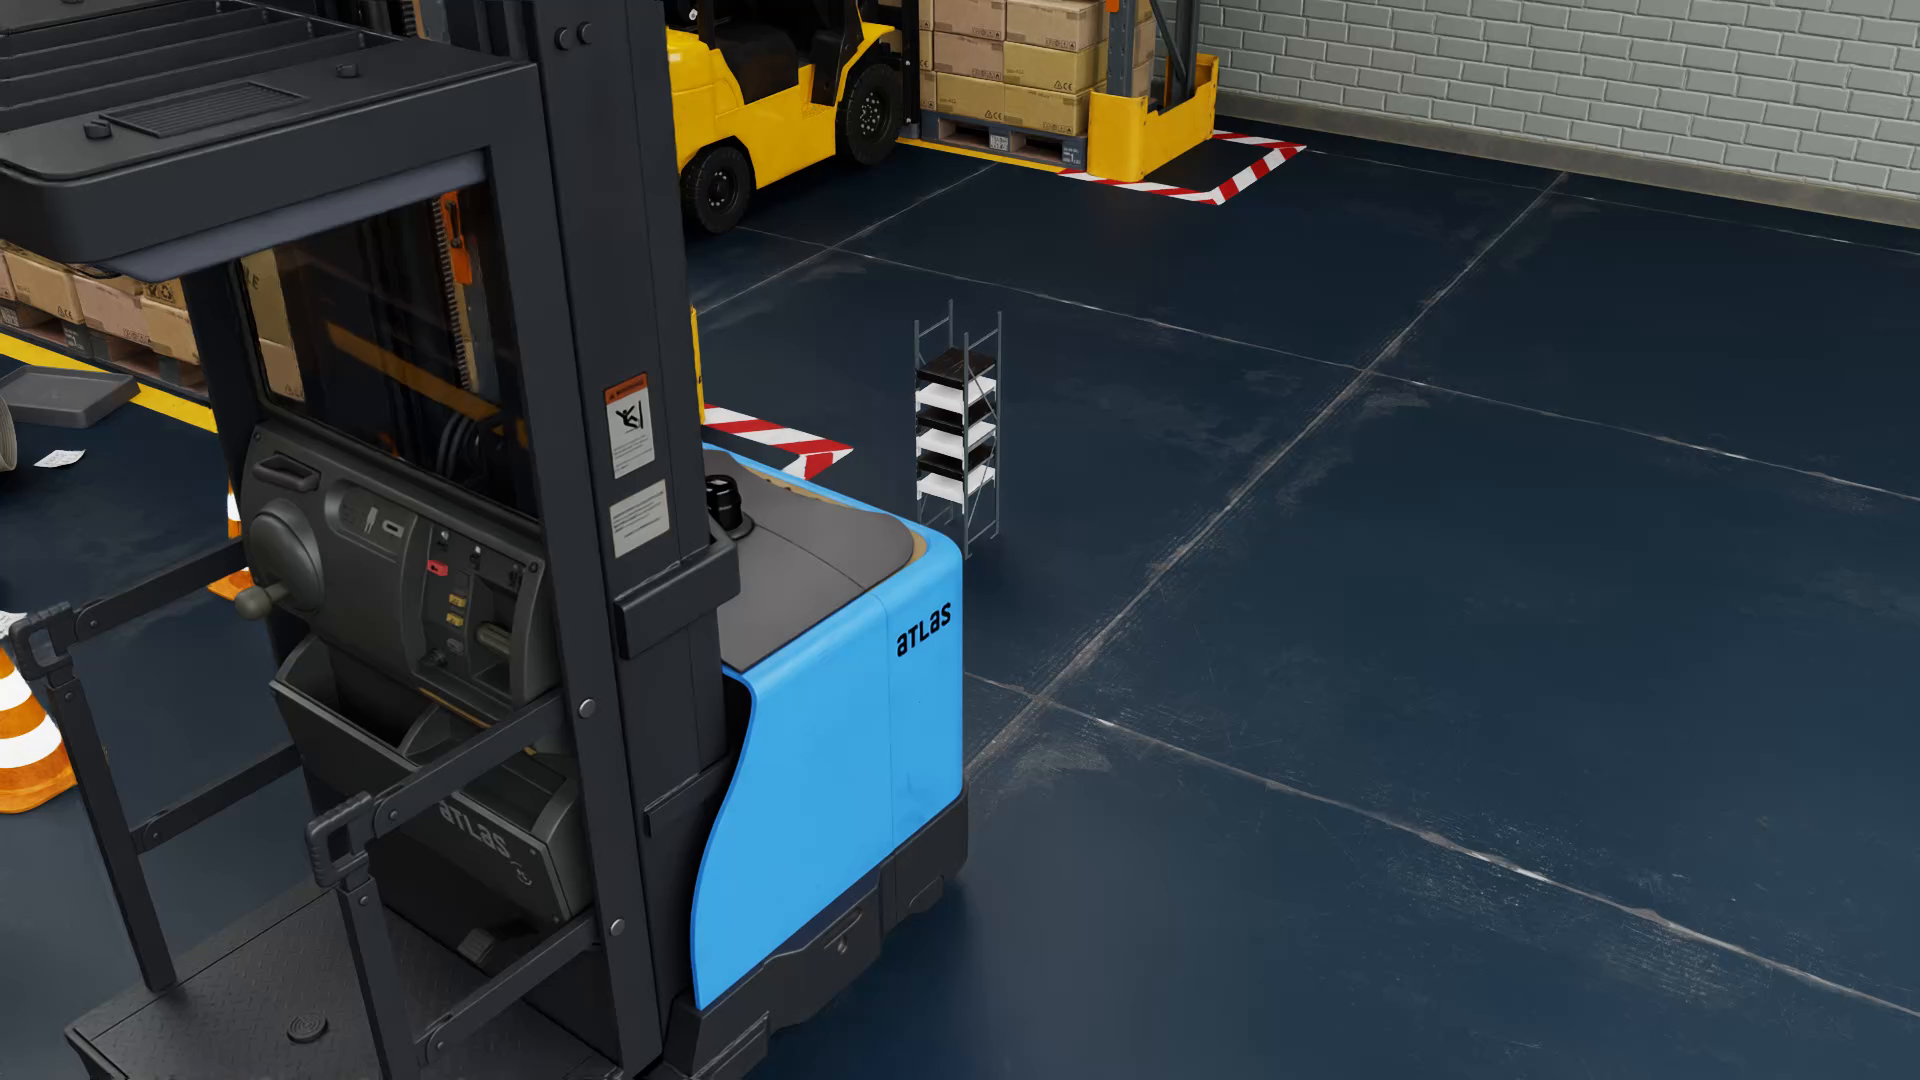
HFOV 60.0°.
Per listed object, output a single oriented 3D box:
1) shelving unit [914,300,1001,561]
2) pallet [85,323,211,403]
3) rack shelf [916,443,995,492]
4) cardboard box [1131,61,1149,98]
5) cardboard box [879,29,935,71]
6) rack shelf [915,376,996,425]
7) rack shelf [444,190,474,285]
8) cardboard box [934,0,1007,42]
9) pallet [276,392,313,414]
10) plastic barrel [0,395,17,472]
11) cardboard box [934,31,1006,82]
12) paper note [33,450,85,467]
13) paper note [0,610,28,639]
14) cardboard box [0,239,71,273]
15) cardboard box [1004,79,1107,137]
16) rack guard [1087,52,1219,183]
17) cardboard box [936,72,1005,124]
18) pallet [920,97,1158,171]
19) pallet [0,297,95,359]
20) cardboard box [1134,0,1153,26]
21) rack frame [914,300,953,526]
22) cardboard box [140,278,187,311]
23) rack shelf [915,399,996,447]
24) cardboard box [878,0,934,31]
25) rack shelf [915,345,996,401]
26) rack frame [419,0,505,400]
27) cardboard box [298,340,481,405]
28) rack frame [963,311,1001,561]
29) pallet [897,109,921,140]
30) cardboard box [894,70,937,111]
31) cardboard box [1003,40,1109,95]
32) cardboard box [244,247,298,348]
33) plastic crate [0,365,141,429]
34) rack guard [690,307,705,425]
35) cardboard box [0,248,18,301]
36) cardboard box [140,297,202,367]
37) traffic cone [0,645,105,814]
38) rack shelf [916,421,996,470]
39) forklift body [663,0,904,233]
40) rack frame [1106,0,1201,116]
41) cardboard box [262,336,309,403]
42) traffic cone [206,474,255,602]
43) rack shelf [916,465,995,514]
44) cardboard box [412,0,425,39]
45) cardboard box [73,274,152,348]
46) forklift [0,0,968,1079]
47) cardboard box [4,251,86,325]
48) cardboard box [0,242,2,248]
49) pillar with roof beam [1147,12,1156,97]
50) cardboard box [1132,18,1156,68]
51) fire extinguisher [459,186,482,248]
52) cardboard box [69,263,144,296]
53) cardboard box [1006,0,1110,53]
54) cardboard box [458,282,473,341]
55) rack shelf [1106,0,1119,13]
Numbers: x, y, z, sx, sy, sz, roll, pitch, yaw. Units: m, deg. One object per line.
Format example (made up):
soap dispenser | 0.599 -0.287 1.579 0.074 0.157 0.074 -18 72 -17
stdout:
shelving unit | -0.007 -0.391 6.027 0.210 0.900 0.258 18 35 27
pallet | -3.222 -0.969 7.701 1.213 0.211 1.003 18 35 27
rack shelf | -0.007 -0.284 6.089 0.200 0.077 0.258 18 35 27
cardboard box | 0.864 -2.921 10.593 0.500 0.250 0.500 18 35 28
cardboard box | -0.269 -3.187 10.553 0.500 0.250 0.500 17 34 26
rack shelf | -0.007 -0.518 5.953 0.200 0.077 0.258 18 35 27
rack shelf | -3.153 -1.818 7.104 4.000 0.370 1.077 18 35 27
cardboard box | 0.185 -3.263 10.186 0.500 0.250 0.500 18 35 28
pallet | -2.193 -0.642 7.140 1.213 0.211 1.003 18 35 27
plastic barrel | -4.013 -0.387 6.494 0.512 0.421 0.421 -9 32 -15
cardboard box | 0.179 -3.058 10.331 0.500 0.250 0.500 17 34 27
paper note | -3.681 -0.338 6.799 0.148 0.019 0.142 6 31 10
paper note | -3.318 0.286 5.730 0.142 0.019 0.148 6 31 10
cardboard box | -4.031 -1.571 7.533 0.500 0.500 0.500 19 35 29
cardboard box | 0.611 -2.697 10.209 0.500 0.250 0.500 18 35 28
rack guard | 1.197 -2.626 10.256 0.348 0.500 1.175 18 35 27
cardboard box | 0.194 -2.835 10.444 0.500 0.250 0.500 18 35 27
pallet | 0.507 -2.695 10.660 1.213 0.211 1.003 18 35 27
pallet | -4.259 -1.295 8.261 1.213 0.211 1.003 18 35 27
cardboard box | 0.870 -3.348 10.331 0.500 0.250 0.500 17 34 27
rack frame | -0.093 -0.418 6.074 0.006 0.900 0.240 18 35 27
cardboard box | -3.144 -1.291 7.053 0.500 0.500 0.500 17 34 26
rack shelf | -0.007 -0.440 5.998 0.200 0.077 0.258 18 35 27
cardboard box | -0.248 -3.394 10.410 0.500 0.250 0.500 18 35 28
rack shelf | -0.007 -0.595 5.908 0.200 0.077 0.258 18 35 27
rack frame | -1.459 -1.593 6.004 0.127 3.000 1.000 18 35 27
cardboard box | -2.307 -0.695 6.776 0.500 0.250 0.500 17 34 27
rack frame | 0.079 -0.364 5.980 0.006 0.900 0.240 18 35 27
pallet | -0.523 -3.022 11.221 1.213 0.211 1.003 18 35 27
cardboard box | -0.225 -2.972 10.680 0.500 0.250 0.500 18 35 28
cardboard box | 0.598 -2.919 10.093 0.500 0.250 0.500 17 34 27
cardboard box | -2.720 -1.152 6.816 0.500 0.500 0.500 19 35 29
plastic crate | -3.953 -0.633 7.256 0.583 0.080 0.402 6 31 10
rack guard | -1.524 -0.534 6.669 0.348 0.500 1.175 18 35 27
cardboard box | -4.491 -1.385 7.959 0.500 0.250 0.500 16 34 25
cardboard box | -3.168 -0.968 7.245 0.500 0.250 0.500 16 34 26
traffic cone | -2.811 0.503 4.929 0.334 0.463 0.336 18 35 27
rack shelf | -0.007 -0.362 6.044 0.200 0.077 0.258 18 35 27
forklift body | -1.399 -3.075 9.387 1.214 2.155 2.313 18 35 27
rack frame | 1.177 -3.713 9.637 0.127 3.000 1.000 18 35 27
cardboard box | -2.721 -0.831 7.009 0.500 0.250 0.500 18 35 28
traffic cone | -2.509 -0.062 5.897 0.334 0.463 0.336 18 35 27
rack shelf | -0.007 -0.207 6.134 0.200 0.077 0.258 18 35 27
cardboard box | -2.065 -1.793 5.951 0.500 0.500 0.500 17 34 26
cardboard box | -3.582 -1.106 7.481 0.500 0.250 0.500 17 34 27
forklift | -1.272 0.102 3.166 1.130 2.935 3.031 21 36 32
cardboard box | -4.033 -1.247 7.722 0.500 0.250 0.500 20 36 30
cardboard box | -4.491 -1.709 7.770 0.500 0.500 0.500 19 35 30
pillar with roof beam | -1.223 -5.038 5.955 0.400 9.000 9.100 18 35 27
cardboard box | 0.889 -3.137 10.466 0.500 0.250 0.500 18 35 28
fire extinguisher | -1.607 -1.332 5.634 0.183 0.674 0.296 18 35 27
cardboard box | -3.593 -1.431 7.294 0.500 0.500 0.500 20 36 30
cardboard box | 0.621 -3.128 9.955 0.500 0.250 0.500 19 35 29
cardboard box | -2.276 -1.014 6.579 0.500 0.500 0.500 18 35 28
rack shelf | -0.517 -3.938 10.737 4.000 0.370 1.077 18 35 27
